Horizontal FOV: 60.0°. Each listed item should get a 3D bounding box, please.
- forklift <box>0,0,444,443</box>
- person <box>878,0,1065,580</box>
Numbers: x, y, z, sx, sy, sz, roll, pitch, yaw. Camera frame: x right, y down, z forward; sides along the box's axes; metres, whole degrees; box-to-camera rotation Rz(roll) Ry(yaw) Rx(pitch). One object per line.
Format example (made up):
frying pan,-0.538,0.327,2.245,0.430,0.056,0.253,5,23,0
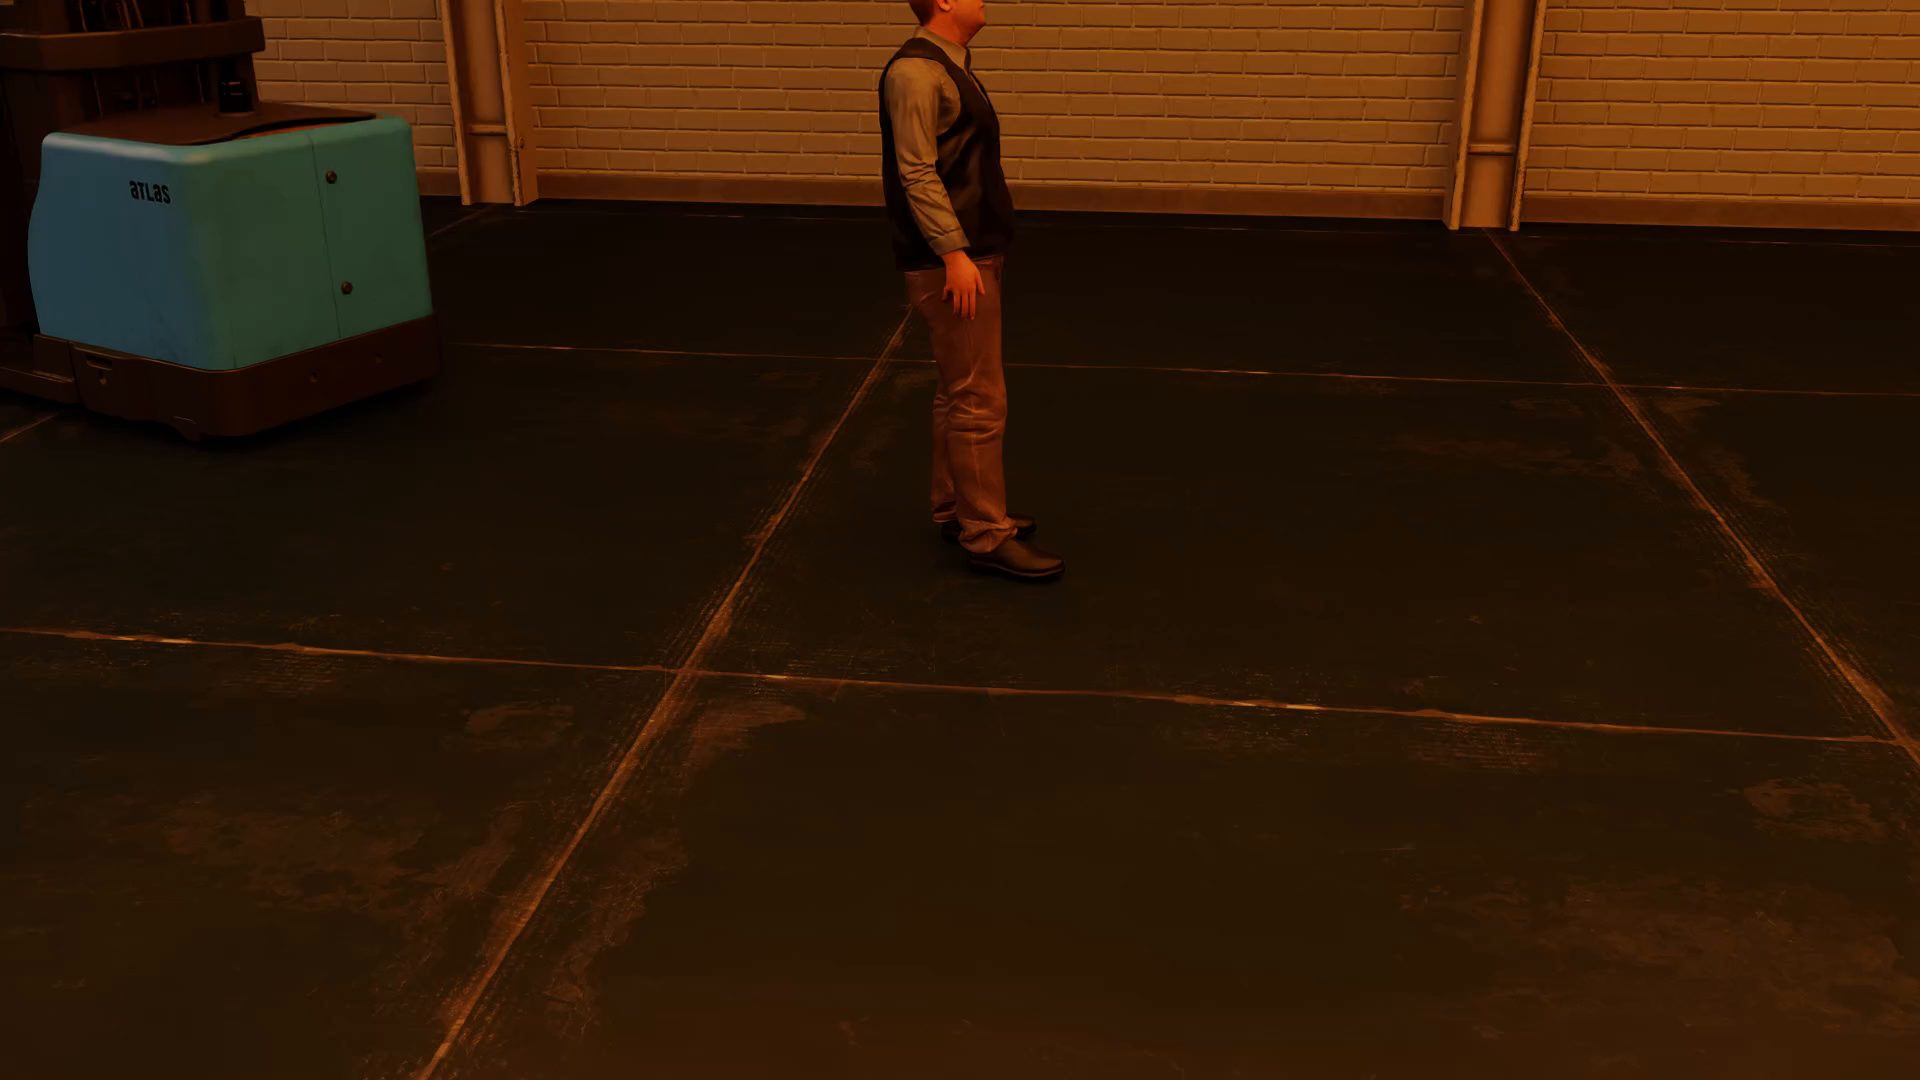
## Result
forklift,-3.598,-2.098,6.465,3.031,2.935,1.130,12,25,28
person,0.062,-0.800,4.839,0.566,1.722,0.633,3,22,7
